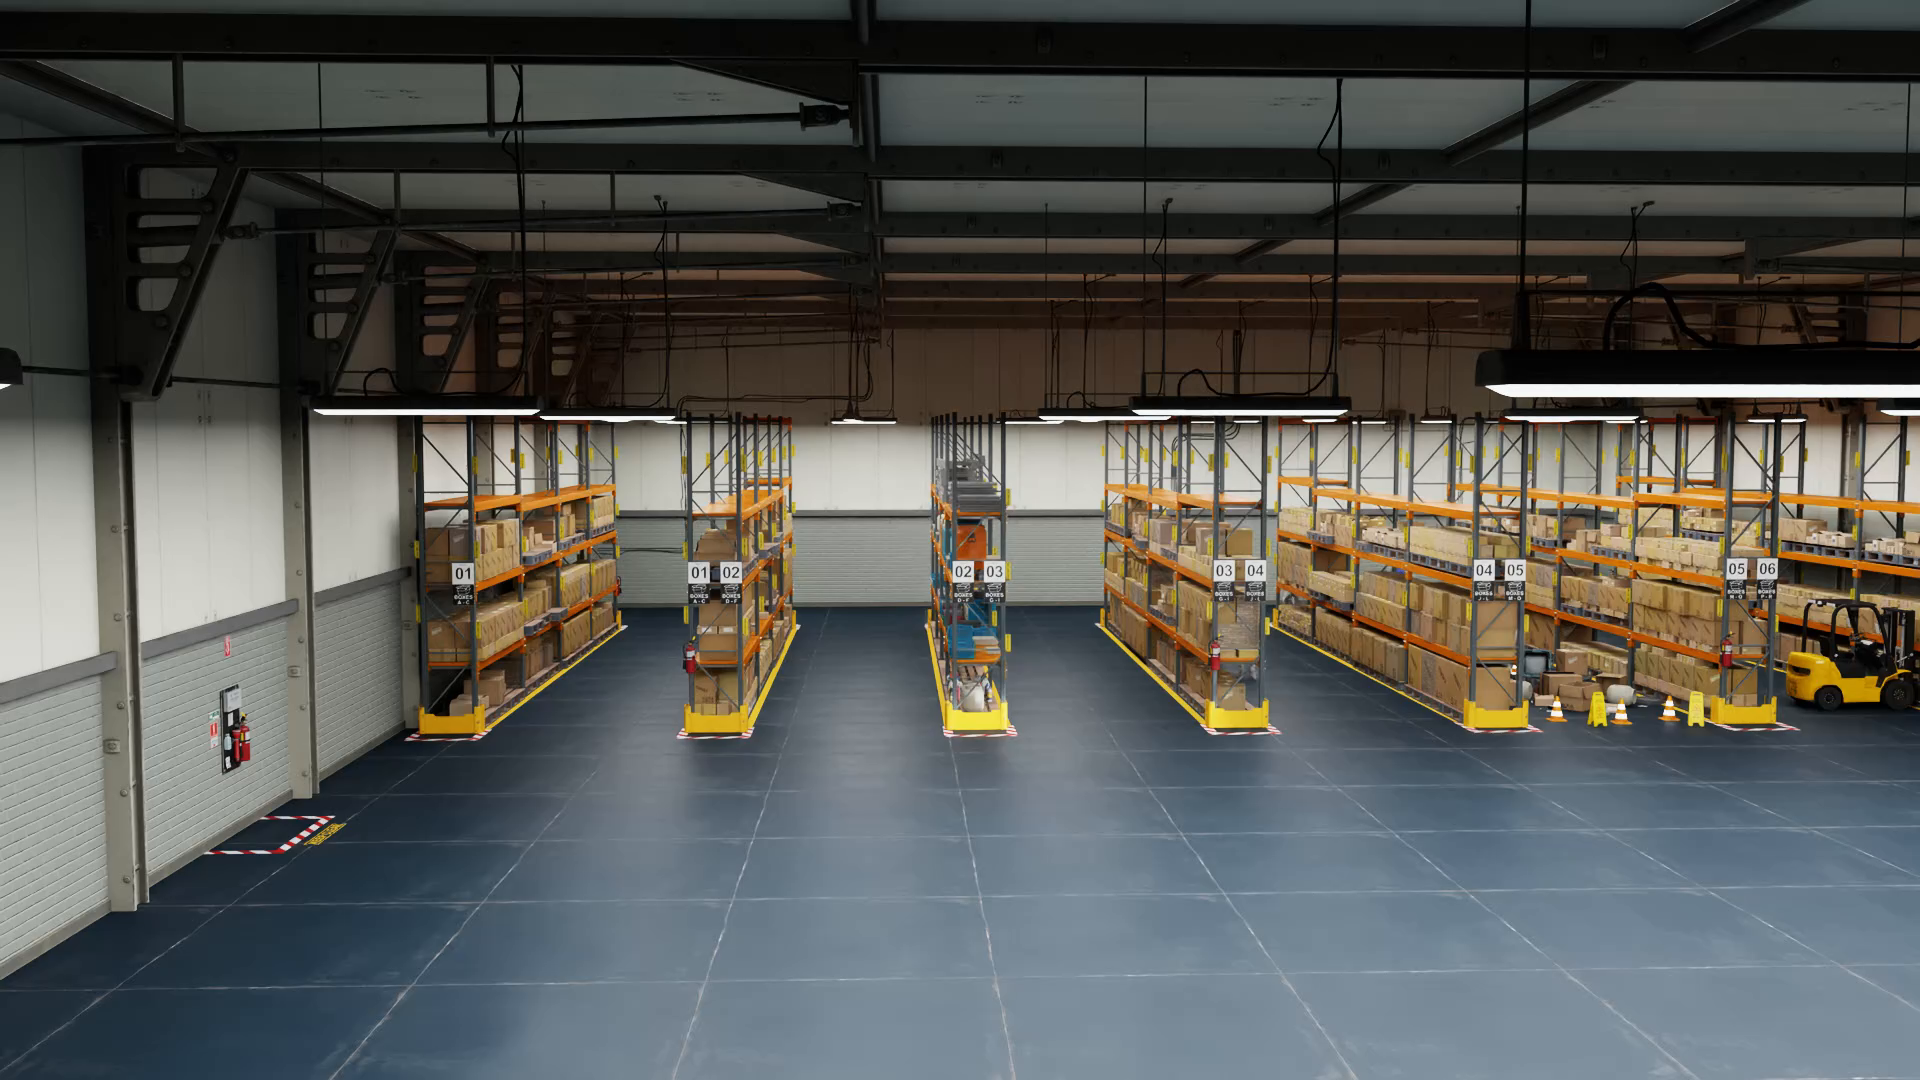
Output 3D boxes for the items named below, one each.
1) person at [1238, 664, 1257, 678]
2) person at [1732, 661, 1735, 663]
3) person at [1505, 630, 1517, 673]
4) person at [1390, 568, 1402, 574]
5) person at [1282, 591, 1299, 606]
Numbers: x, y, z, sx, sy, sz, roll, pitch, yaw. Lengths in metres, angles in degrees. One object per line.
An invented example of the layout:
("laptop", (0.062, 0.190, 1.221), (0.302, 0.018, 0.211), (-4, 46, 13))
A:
("person", (6.539, 2.246, 38.094), (0.553, 1.719, 0.918), (1, 4, 9))
("person", (16.977, 2.399, 36.796), (0.651, 1.654, 0.765), (0, 4, -1))
("person", (12.850, 2.302, 38.394), (0.448, 1.708, 0.606), (-1, 4, -12))
("person", (13.516, 1.393, 51.536), (0.830, 1.617, 0.439), (-2, 4, -30))
("person", (9.835, 1.488, 49.229), (0.478, 1.802, 0.565), (-2, 4, -27))
